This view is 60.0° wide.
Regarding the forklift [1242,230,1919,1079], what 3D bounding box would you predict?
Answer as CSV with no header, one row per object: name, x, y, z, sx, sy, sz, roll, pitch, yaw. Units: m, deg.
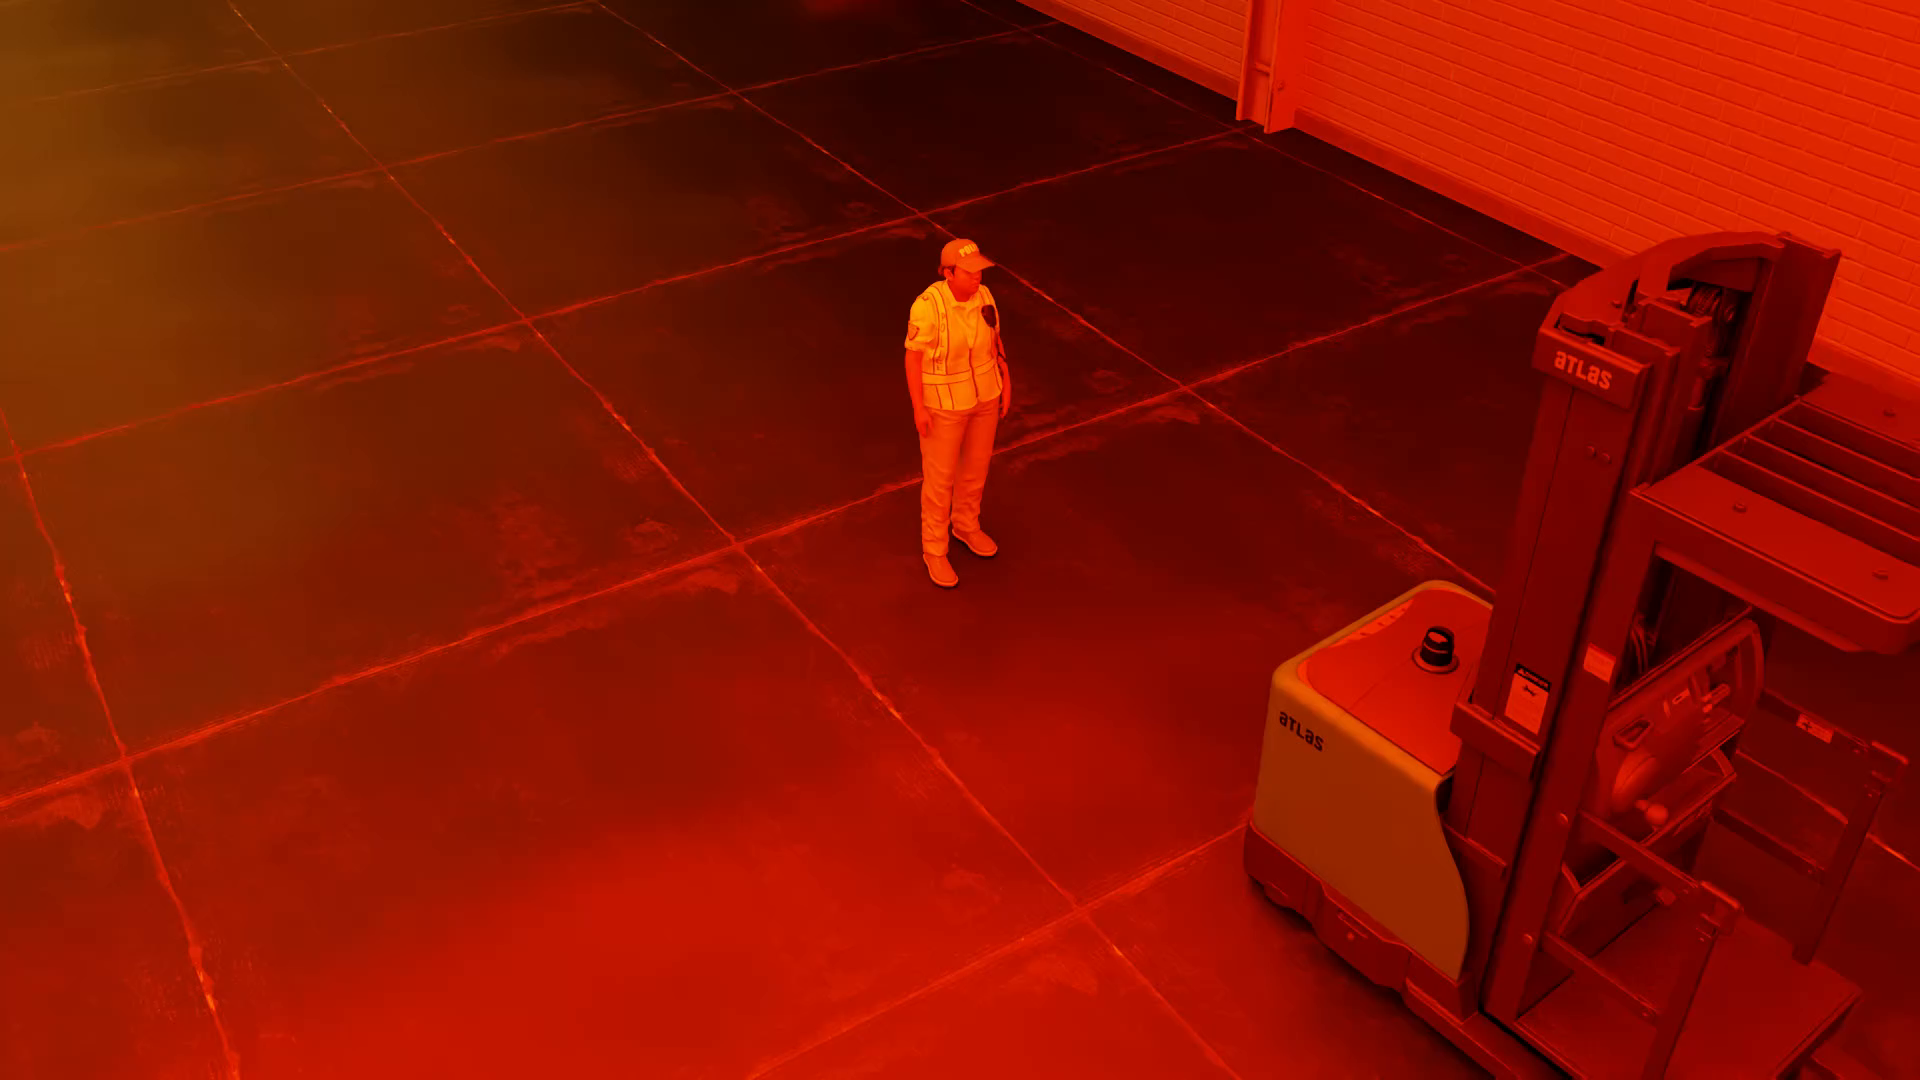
forklift,2.449,0.651,5.221,1.130,2.935,3.031,-24,42,-30

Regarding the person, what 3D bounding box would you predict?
person,0.023,-0.645,8.150,0.598,1.670,0.529,-21,40,-27
